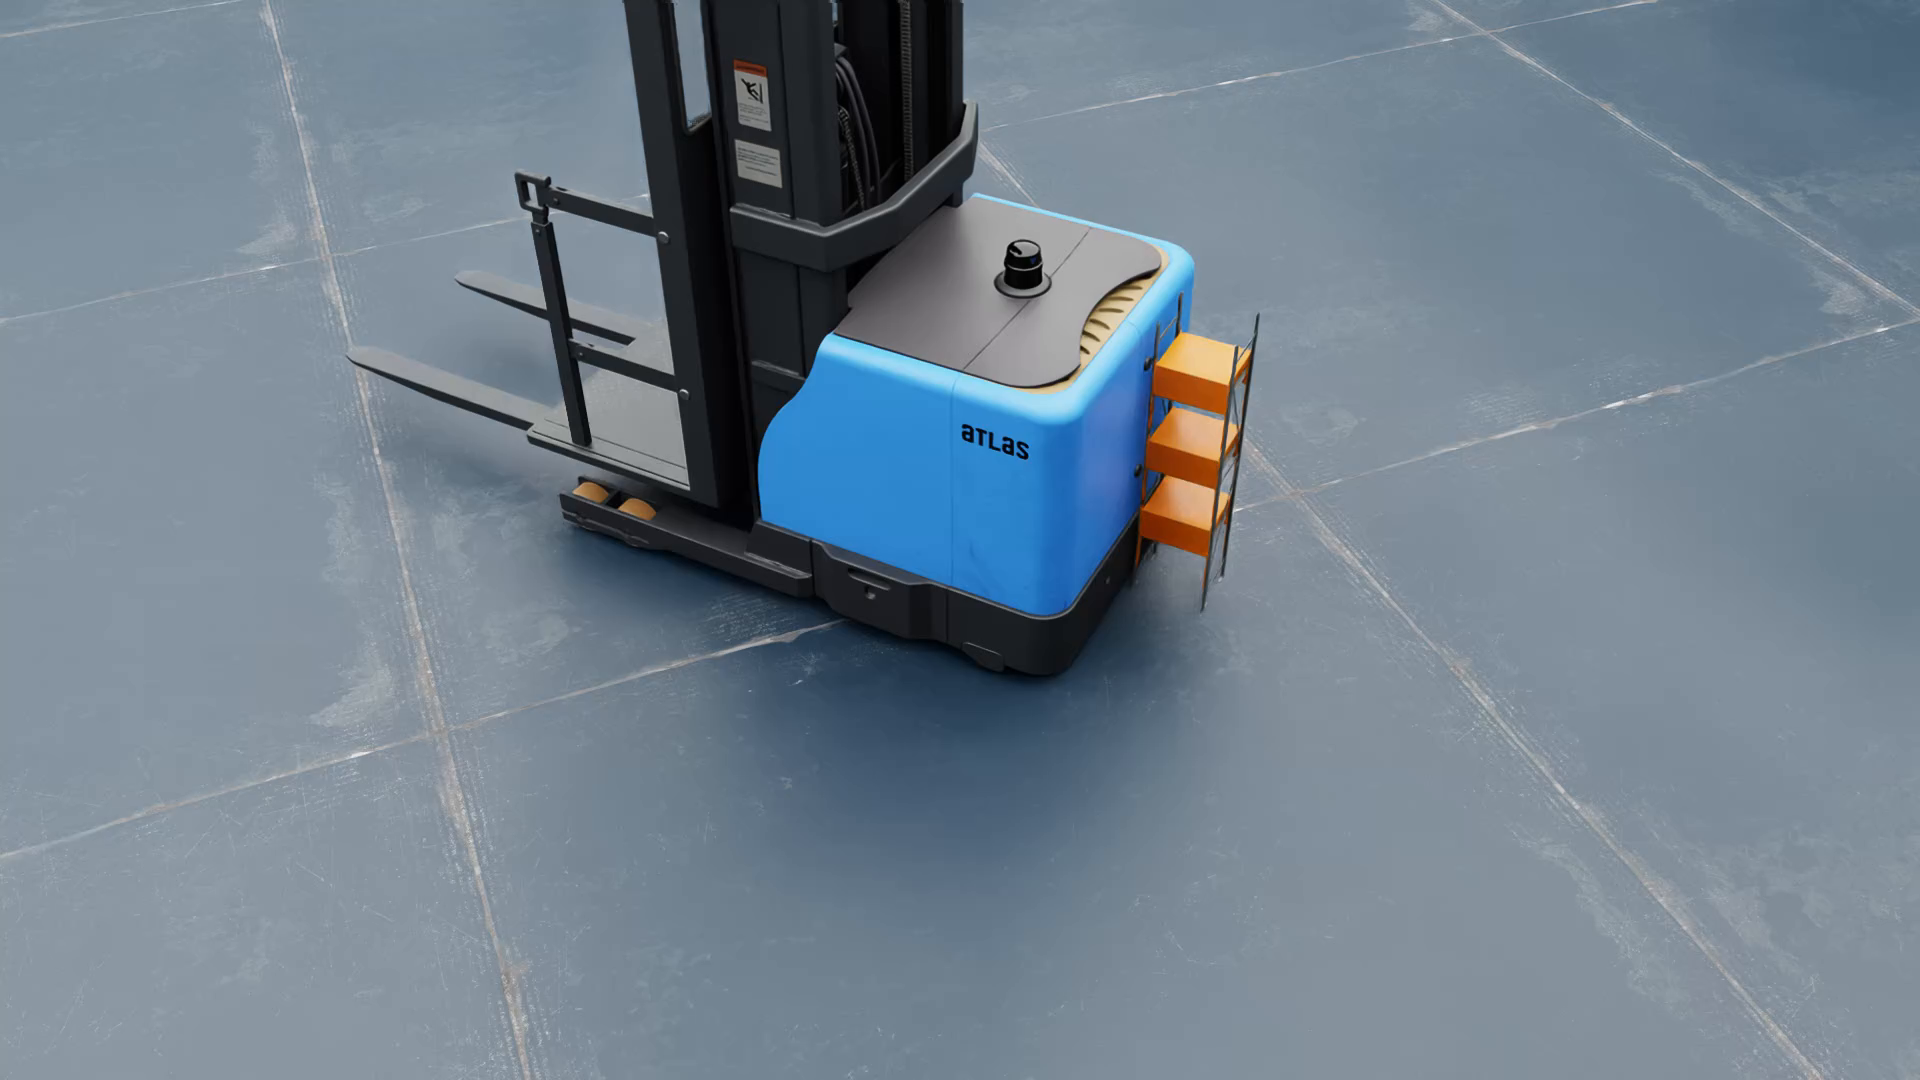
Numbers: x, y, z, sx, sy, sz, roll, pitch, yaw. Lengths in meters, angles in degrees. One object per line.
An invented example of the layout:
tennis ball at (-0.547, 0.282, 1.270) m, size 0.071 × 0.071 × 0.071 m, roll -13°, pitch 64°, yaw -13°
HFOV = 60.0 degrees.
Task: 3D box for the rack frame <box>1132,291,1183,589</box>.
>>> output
rack frame at (0.624, -0.292, 5.284) m, size 0.008 × 1.050 × 0.200 m, roll 19°, pitch 44°, yaw 20°

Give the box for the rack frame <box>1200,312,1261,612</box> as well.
rack frame at (0.841, -0.219, 5.199) m, size 0.008 × 1.050 × 0.200 m, roll 19°, pitch 44°, yaw 20°

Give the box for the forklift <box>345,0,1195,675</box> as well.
forklift at (-0.803, -1.372, 5.097) m, size 3.031 × 2.935 × 1.130 m, roll 19°, pitch 44°, yaw 20°

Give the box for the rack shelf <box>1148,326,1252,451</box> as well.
rack shelf at (0.733, -0.463, 5.064) m, size 0.240 × 0.259 × 0.215 m, roll 19°, pitch 44°, yaw 20°

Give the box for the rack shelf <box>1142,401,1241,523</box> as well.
rack shelf at (0.733, -0.247, 5.249) m, size 0.240 × 0.259 × 0.215 m, roll 19°, pitch 44°, yaw 20°

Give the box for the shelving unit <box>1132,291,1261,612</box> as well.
shelving unit at (0.733, -0.255, 5.242) m, size 0.252 × 1.050 × 0.215 m, roll 19°, pitch 44°, yaw 20°

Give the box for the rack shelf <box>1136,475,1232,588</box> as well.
rack shelf at (0.733, -0.037, 5.430) m, size 0.240 × 0.259 × 0.215 m, roll 19°, pitch 44°, yaw 20°
